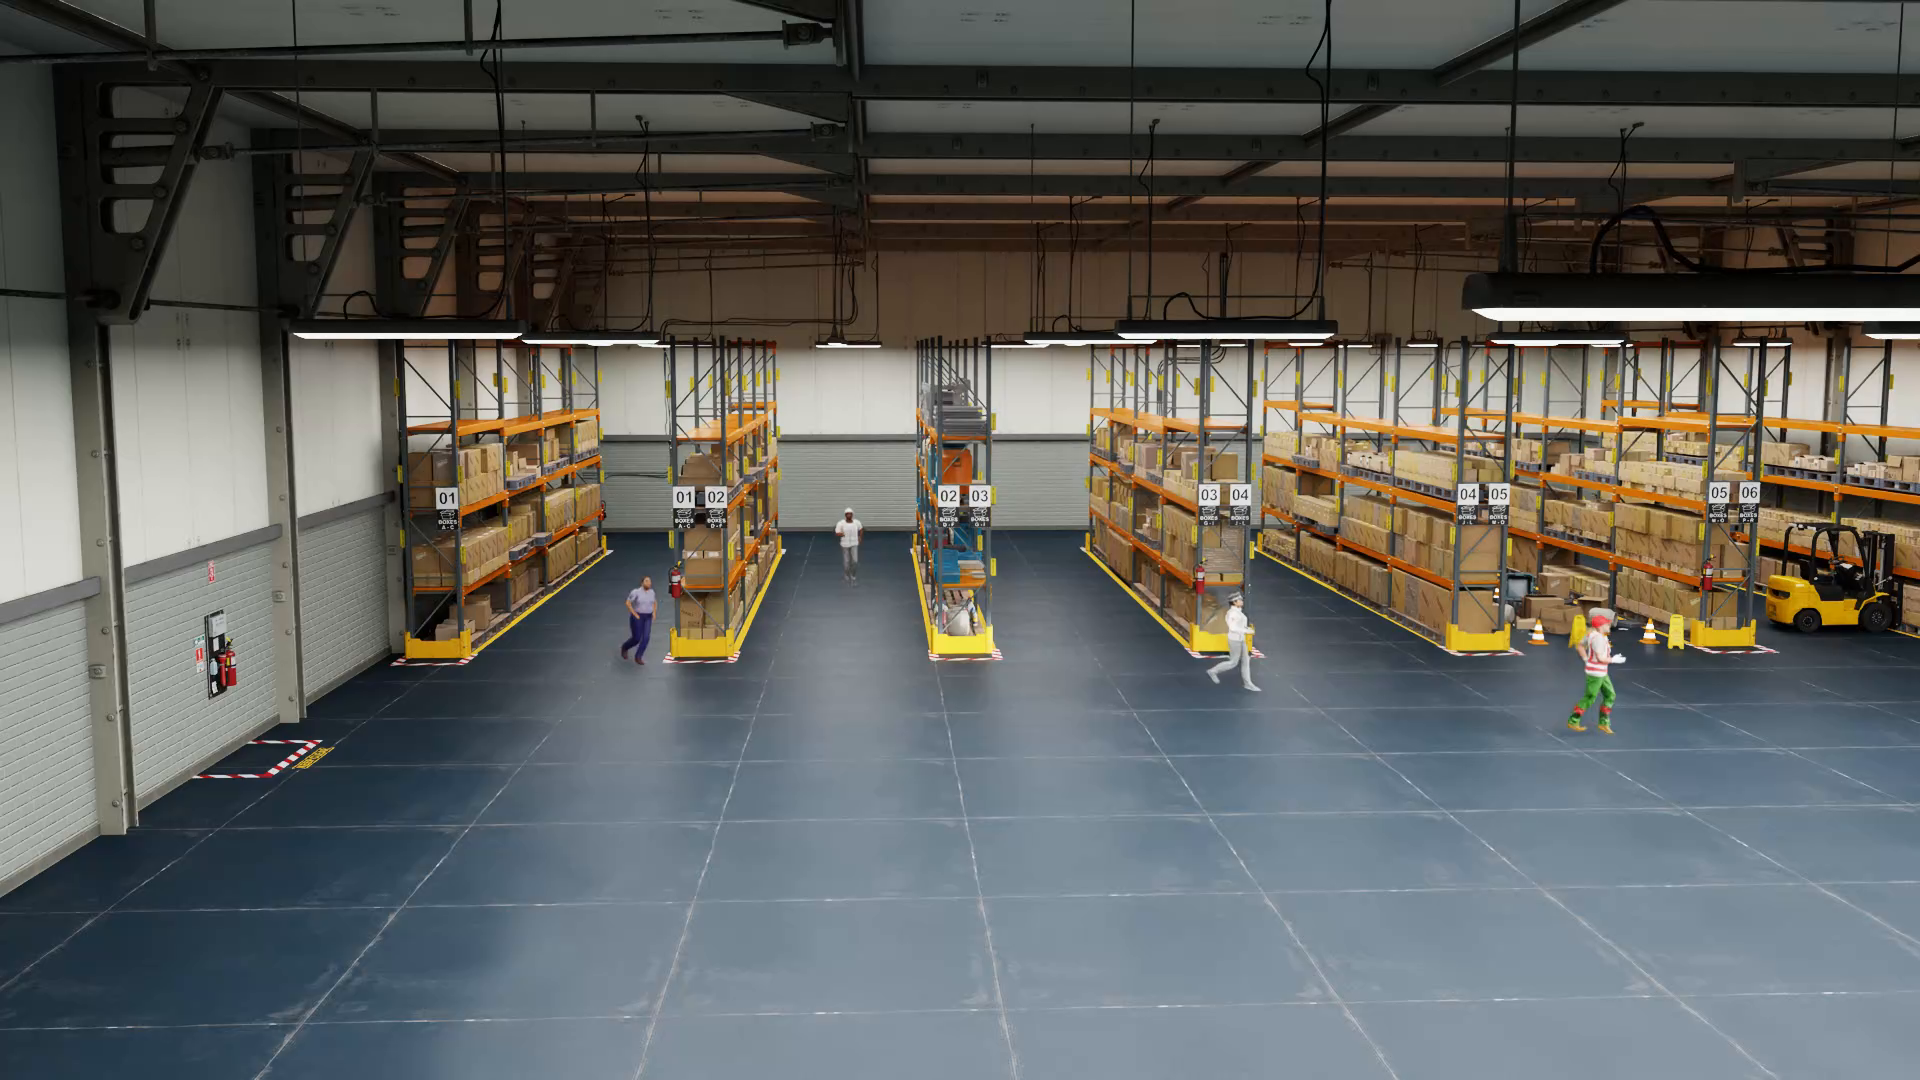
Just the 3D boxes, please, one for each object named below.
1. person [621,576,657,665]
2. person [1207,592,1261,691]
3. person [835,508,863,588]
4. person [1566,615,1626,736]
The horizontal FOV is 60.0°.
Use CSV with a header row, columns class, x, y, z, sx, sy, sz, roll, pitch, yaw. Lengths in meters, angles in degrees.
class,x,y,z,sx,sy,sz,roll,pitch,yaw
person,-5.864,1.460,30.671,0.645,1.607,0.626,-5,8,-40
person,4.634,1.701,28.033,0.901,1.692,0.613,2,7,19
person,-2.564,0.181,38.787,0.677,1.857,0.679,-1,7,-10
person,9.475,2.031,24.763,0.788,1.836,0.637,3,7,22
